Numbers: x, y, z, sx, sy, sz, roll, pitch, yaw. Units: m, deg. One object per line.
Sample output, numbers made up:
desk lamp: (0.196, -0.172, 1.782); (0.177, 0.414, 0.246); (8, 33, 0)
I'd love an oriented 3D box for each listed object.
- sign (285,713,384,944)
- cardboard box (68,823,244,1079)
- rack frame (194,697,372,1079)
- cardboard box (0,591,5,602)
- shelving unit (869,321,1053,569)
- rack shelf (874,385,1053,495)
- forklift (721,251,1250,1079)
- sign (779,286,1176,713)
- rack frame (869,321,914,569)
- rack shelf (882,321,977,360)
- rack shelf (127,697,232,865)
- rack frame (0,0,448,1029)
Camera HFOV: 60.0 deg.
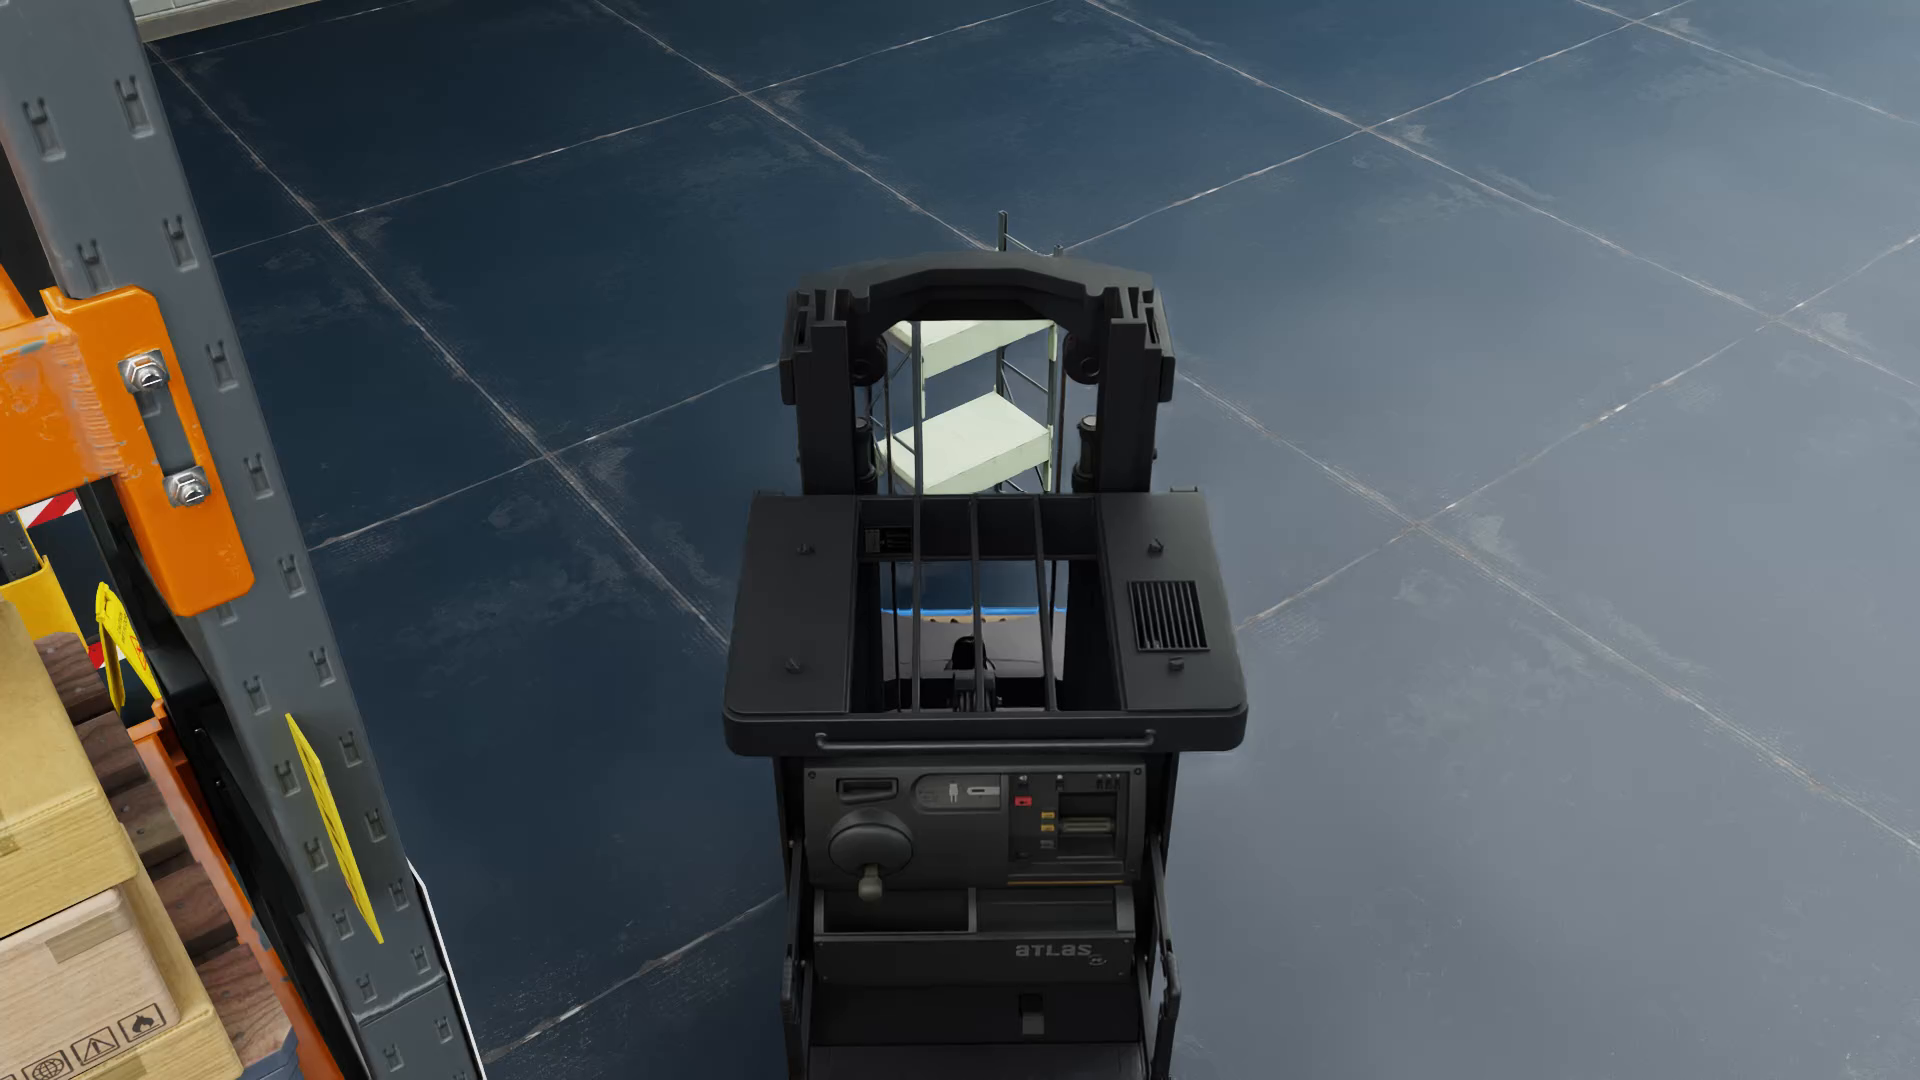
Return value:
sign: (-0.738, 0.345, 1.964); (0.005, 0.325, 0.100); (-26, 46, -28)
cardboard box: (-1.114, 0.573, 2.109); (0.250, 0.149, 0.380); (-26, 46, -28)
rack frame: (-1.055, 1.540, 3.508); (0.053, 2.616, 0.949); (-26, 46, -28)
cardboard box: (-1.525, 0.246, 2.509); (0.250, 0.149, 0.380); (-26, 46, -28)
shelving unit: (0.001, -0.580, 7.275); (0.731, 1.308, 0.431); (-26, 46, -28)
rack shelf: (0.005, -0.330, 7.484); (0.720, 0.370, 0.431); (-26, 46, -28)
forklift: (0.043, 0.863, 4.387); (1.121, 2.935, 3.031); (-1, 39, -1)
sign: (0.038, 0.536, 4.868); (2.025, 2.768, 2.177); (-26, 46, -28)
rack frame: (-0.286, -0.442, 7.106); (0.010, 1.308, 0.380); (-26, 46, -28)
rack shelf: (0.005, -0.960, 6.968); (0.686, 0.124, 0.368); (-26, 46, -28)
rack shelf: (-2.643, 1.429, 1.845); (4.000, 0.370, 1.077); (-26, 46, -28)
rack frame: (-1.057, -0.782, 1.608); (0.127, 3.000, 1.000); (-26, 46, -28)
